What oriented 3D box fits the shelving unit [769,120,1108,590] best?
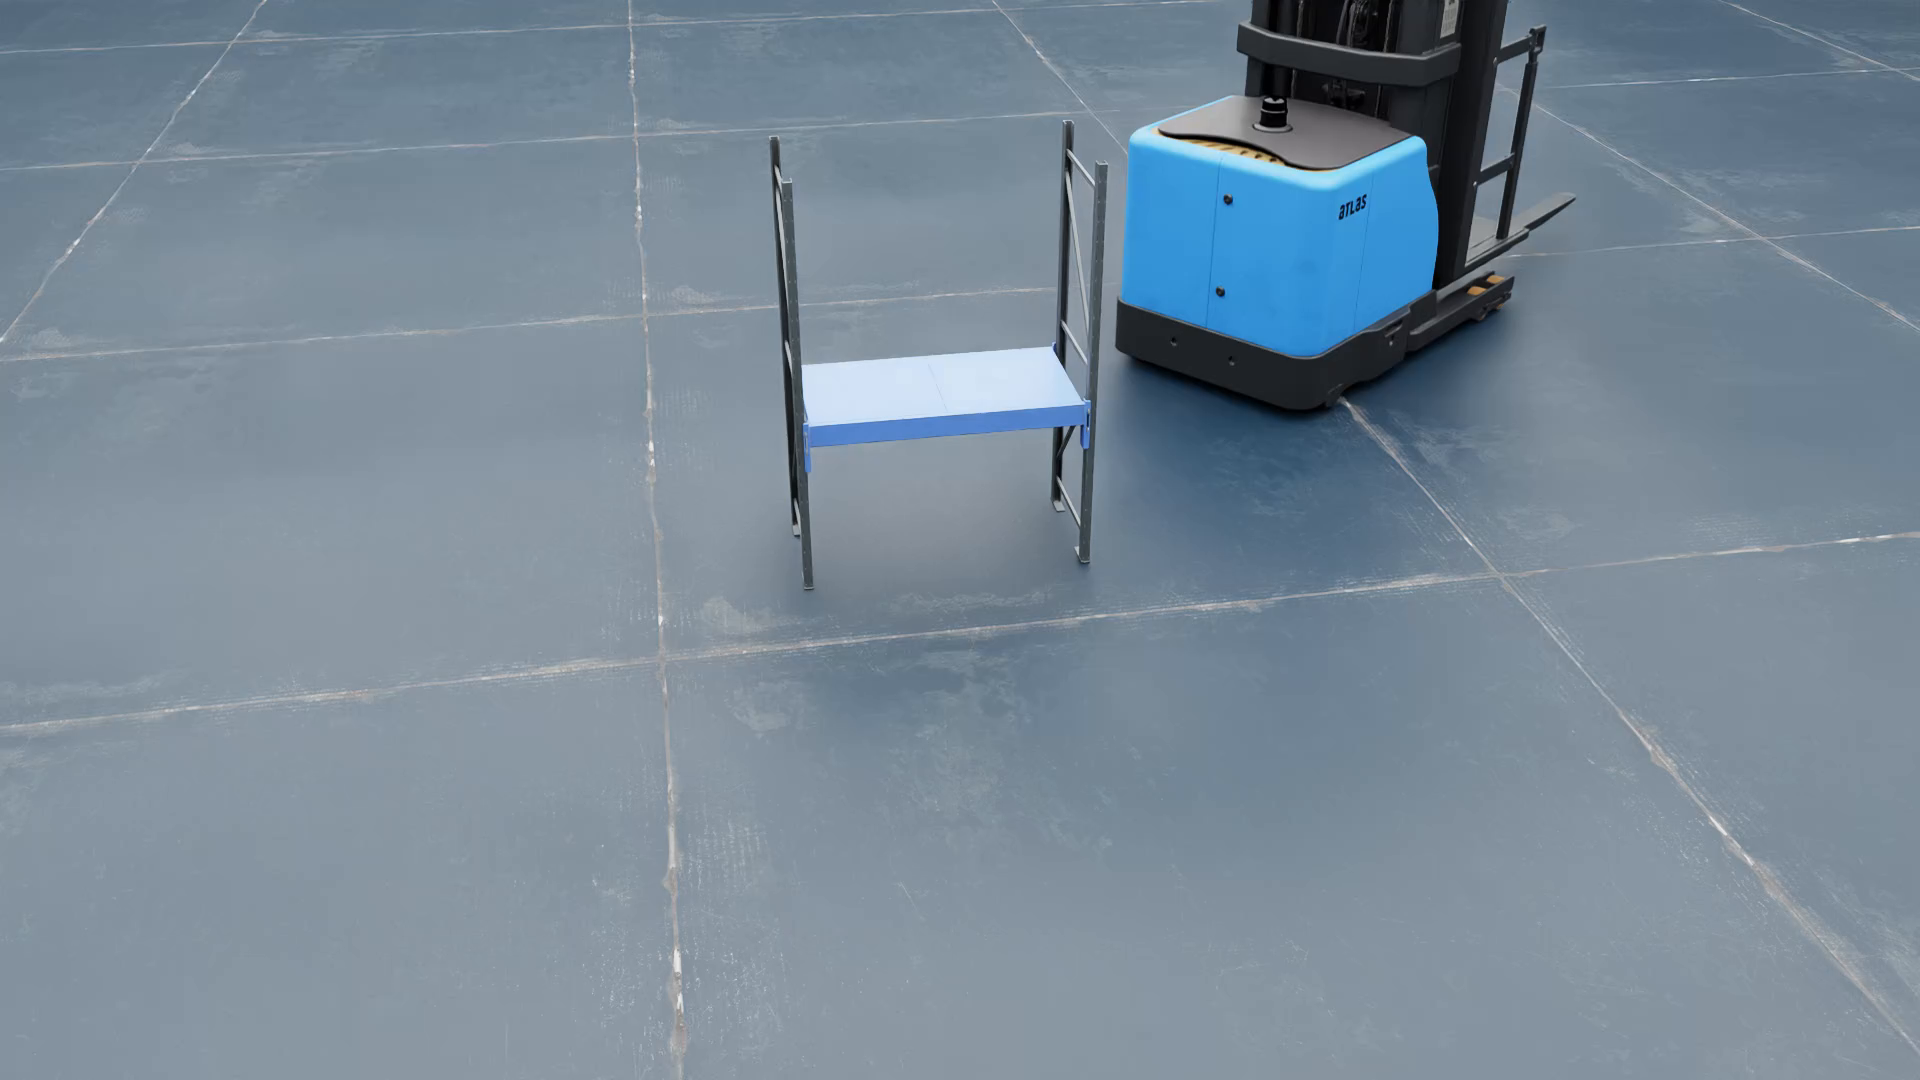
[{"bbox_3d":[-0.084,-0.639,5.857,1.048,1.500,0.538,-5,31,-9],"label":"shelving unit"}]

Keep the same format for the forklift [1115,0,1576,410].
[{"bbox_3d":[2.069,-2.477,7.570,1.130,2.935,3.031,24,38,35],"label":"forklift"}]

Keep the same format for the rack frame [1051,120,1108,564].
[{"bbox_3d":[0.416,-0.685,5.936,0.032,1.500,0.500,-5,31,-9],"label":"rack frame"}]

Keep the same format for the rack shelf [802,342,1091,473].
[{"bbox_3d":[-0.084,-0.484,5.948,1.000,0.185,0.538,-5,31,-9],"label":"rack shelf"}]

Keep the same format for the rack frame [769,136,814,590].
[{"bbox_3d":[-0.584,-0.592,5.778,0.032,1.500,0.500,-5,31,-9],"label":"rack frame"}]
